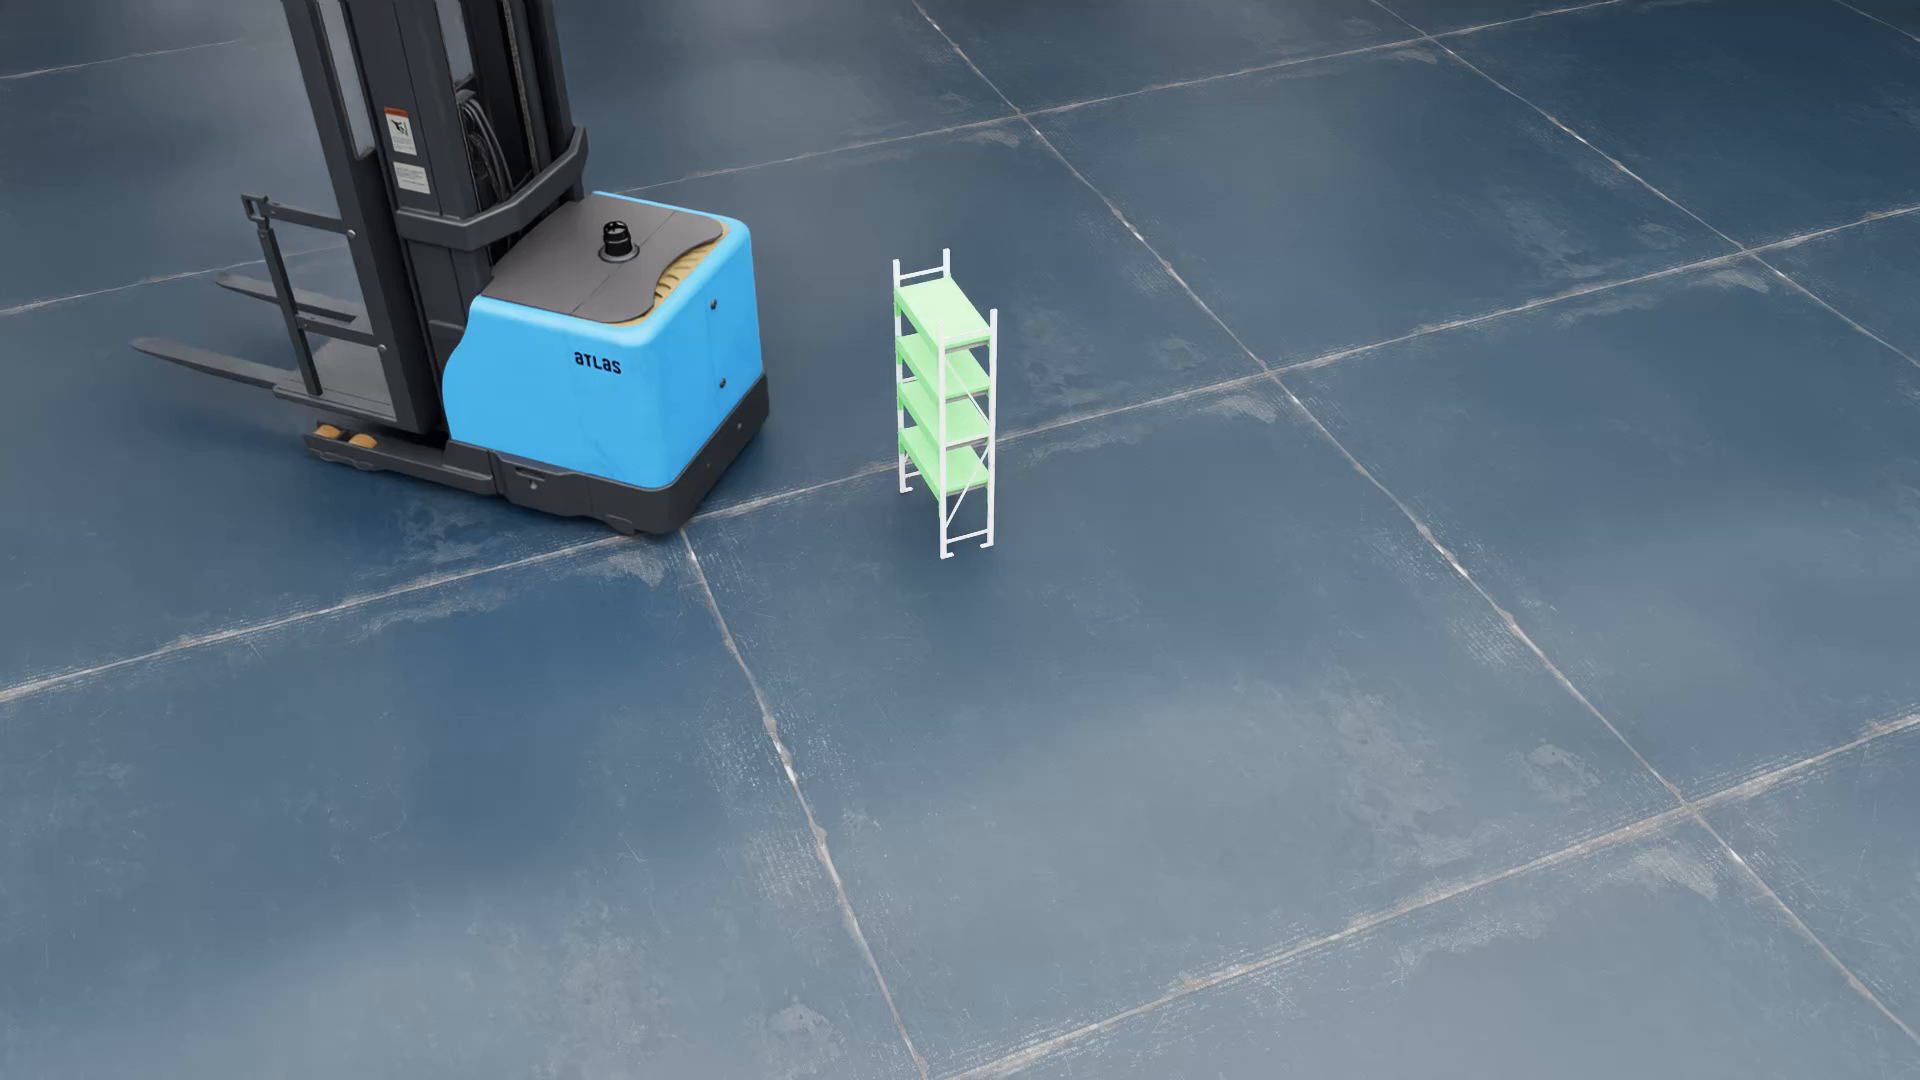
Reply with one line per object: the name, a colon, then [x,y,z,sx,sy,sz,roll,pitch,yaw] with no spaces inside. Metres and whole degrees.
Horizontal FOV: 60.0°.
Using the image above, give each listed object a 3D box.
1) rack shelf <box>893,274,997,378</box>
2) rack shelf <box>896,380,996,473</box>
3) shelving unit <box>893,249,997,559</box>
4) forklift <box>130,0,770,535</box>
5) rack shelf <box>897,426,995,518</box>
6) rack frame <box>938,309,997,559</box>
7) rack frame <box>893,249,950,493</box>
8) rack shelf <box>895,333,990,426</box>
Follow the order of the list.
rack shelf: [-0.063,-0.870,6.703,0.258,0.148,0.480,-15,43,-17]
rack shelf: [-0.063,-0.506,7.016,0.258,0.148,0.480,-15,43,-17]
shelving unit: [-0.063,-0.555,6.975,0.258,1.200,0.503,-15,43,-17]
forklift: [-2.468,-1.735,7.020,3.031,2.935,1.130,14,43,16]
rack shelf: [-0.063,-0.324,7.173,0.258,0.148,0.480,-15,43,-17]
rack frame: [0.030,-0.408,6.804,0.240,1.200,0.015,-15,43,-17]
rack frame: [-0.157,-0.702,7.146,0.240,1.200,0.015,-15,43,-17]
rack shelf: [-0.063,-0.688,6.860,0.258,0.148,0.480,-15,43,-17]
